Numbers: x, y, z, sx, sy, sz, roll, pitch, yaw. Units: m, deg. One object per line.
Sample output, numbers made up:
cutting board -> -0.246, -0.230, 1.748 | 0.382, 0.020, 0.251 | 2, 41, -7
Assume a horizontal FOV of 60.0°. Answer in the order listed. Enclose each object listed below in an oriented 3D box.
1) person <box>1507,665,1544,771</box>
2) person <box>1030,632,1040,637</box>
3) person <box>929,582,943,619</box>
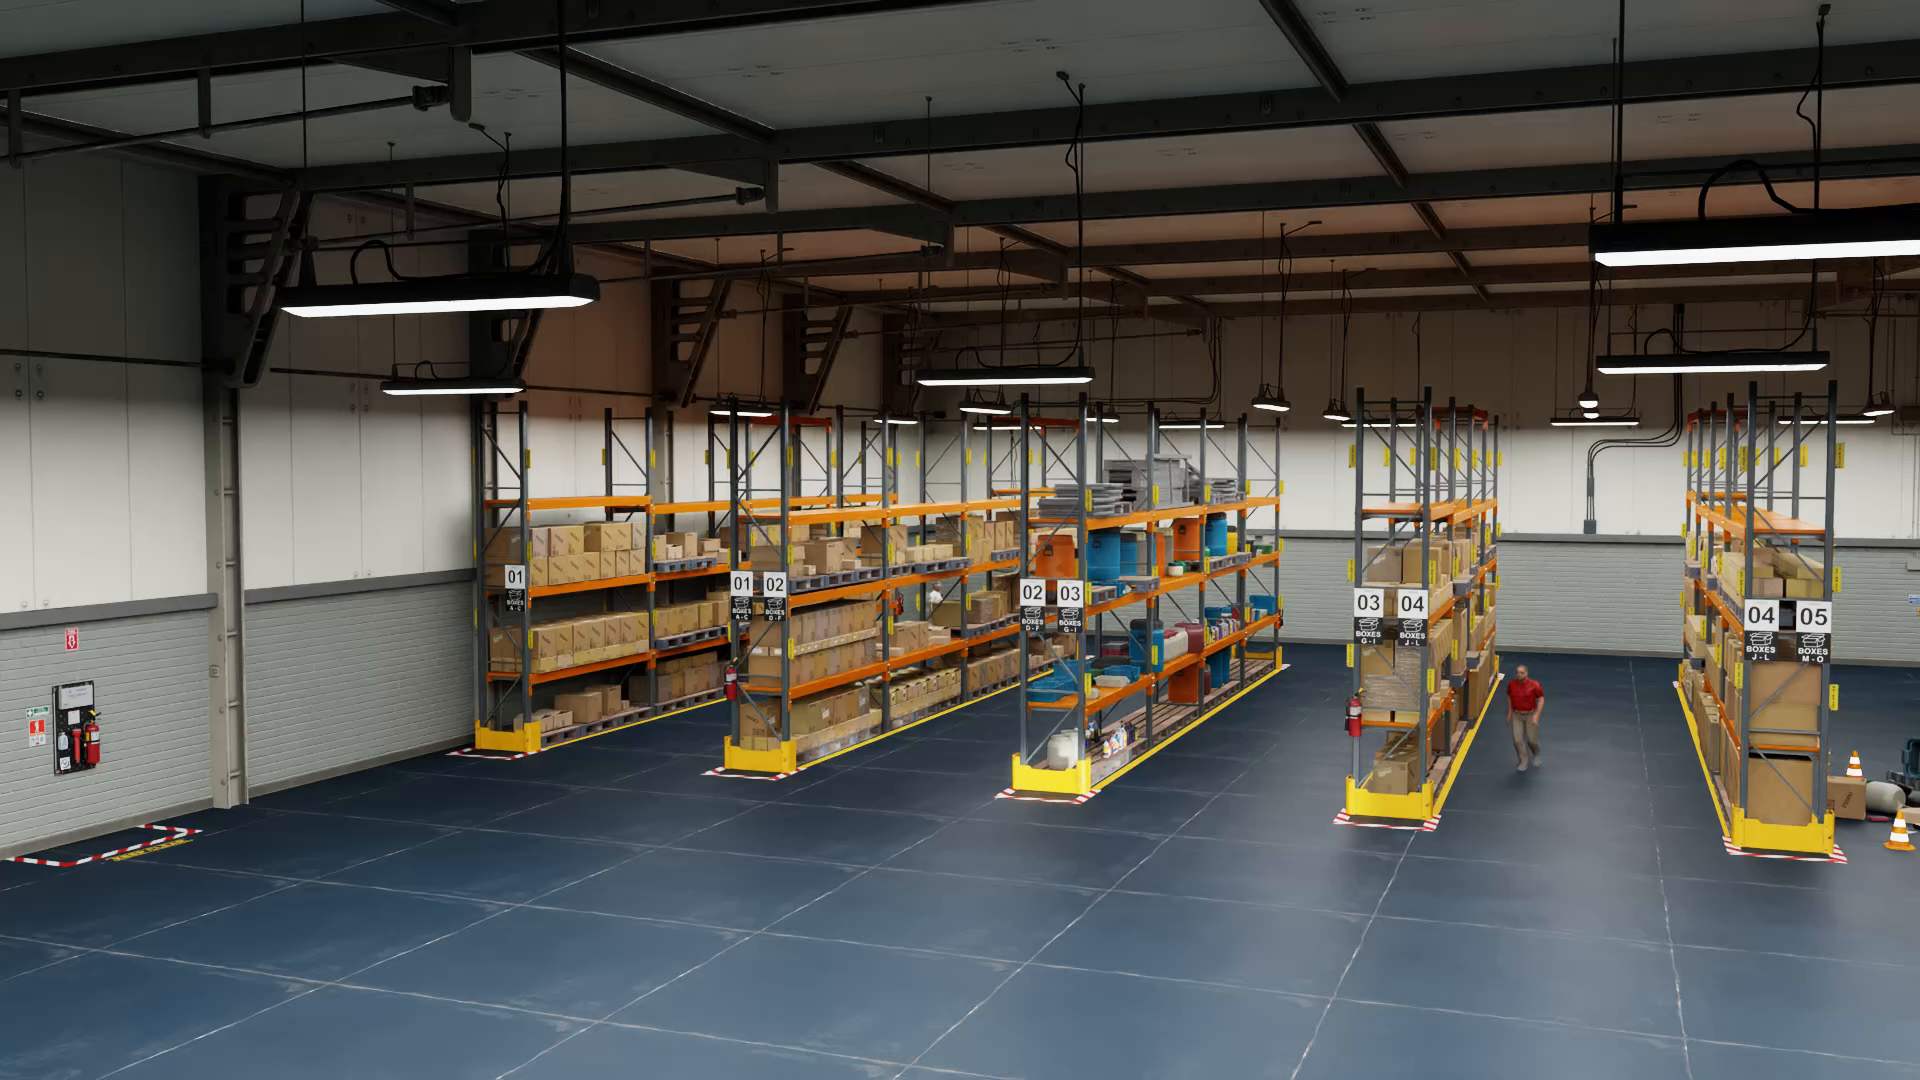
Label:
person -> 9.150, 2.850, 26.851 | 0.598, 1.708, 0.633 | 2, 3, 35
person -> 1.834, 2.025, 43.010 | 0.656, 1.761, 0.656 | -1, 3, -14
person -> -0.622, 1.969, 44.956 | 0.408, 1.703, 0.471 | 1, 3, 22
